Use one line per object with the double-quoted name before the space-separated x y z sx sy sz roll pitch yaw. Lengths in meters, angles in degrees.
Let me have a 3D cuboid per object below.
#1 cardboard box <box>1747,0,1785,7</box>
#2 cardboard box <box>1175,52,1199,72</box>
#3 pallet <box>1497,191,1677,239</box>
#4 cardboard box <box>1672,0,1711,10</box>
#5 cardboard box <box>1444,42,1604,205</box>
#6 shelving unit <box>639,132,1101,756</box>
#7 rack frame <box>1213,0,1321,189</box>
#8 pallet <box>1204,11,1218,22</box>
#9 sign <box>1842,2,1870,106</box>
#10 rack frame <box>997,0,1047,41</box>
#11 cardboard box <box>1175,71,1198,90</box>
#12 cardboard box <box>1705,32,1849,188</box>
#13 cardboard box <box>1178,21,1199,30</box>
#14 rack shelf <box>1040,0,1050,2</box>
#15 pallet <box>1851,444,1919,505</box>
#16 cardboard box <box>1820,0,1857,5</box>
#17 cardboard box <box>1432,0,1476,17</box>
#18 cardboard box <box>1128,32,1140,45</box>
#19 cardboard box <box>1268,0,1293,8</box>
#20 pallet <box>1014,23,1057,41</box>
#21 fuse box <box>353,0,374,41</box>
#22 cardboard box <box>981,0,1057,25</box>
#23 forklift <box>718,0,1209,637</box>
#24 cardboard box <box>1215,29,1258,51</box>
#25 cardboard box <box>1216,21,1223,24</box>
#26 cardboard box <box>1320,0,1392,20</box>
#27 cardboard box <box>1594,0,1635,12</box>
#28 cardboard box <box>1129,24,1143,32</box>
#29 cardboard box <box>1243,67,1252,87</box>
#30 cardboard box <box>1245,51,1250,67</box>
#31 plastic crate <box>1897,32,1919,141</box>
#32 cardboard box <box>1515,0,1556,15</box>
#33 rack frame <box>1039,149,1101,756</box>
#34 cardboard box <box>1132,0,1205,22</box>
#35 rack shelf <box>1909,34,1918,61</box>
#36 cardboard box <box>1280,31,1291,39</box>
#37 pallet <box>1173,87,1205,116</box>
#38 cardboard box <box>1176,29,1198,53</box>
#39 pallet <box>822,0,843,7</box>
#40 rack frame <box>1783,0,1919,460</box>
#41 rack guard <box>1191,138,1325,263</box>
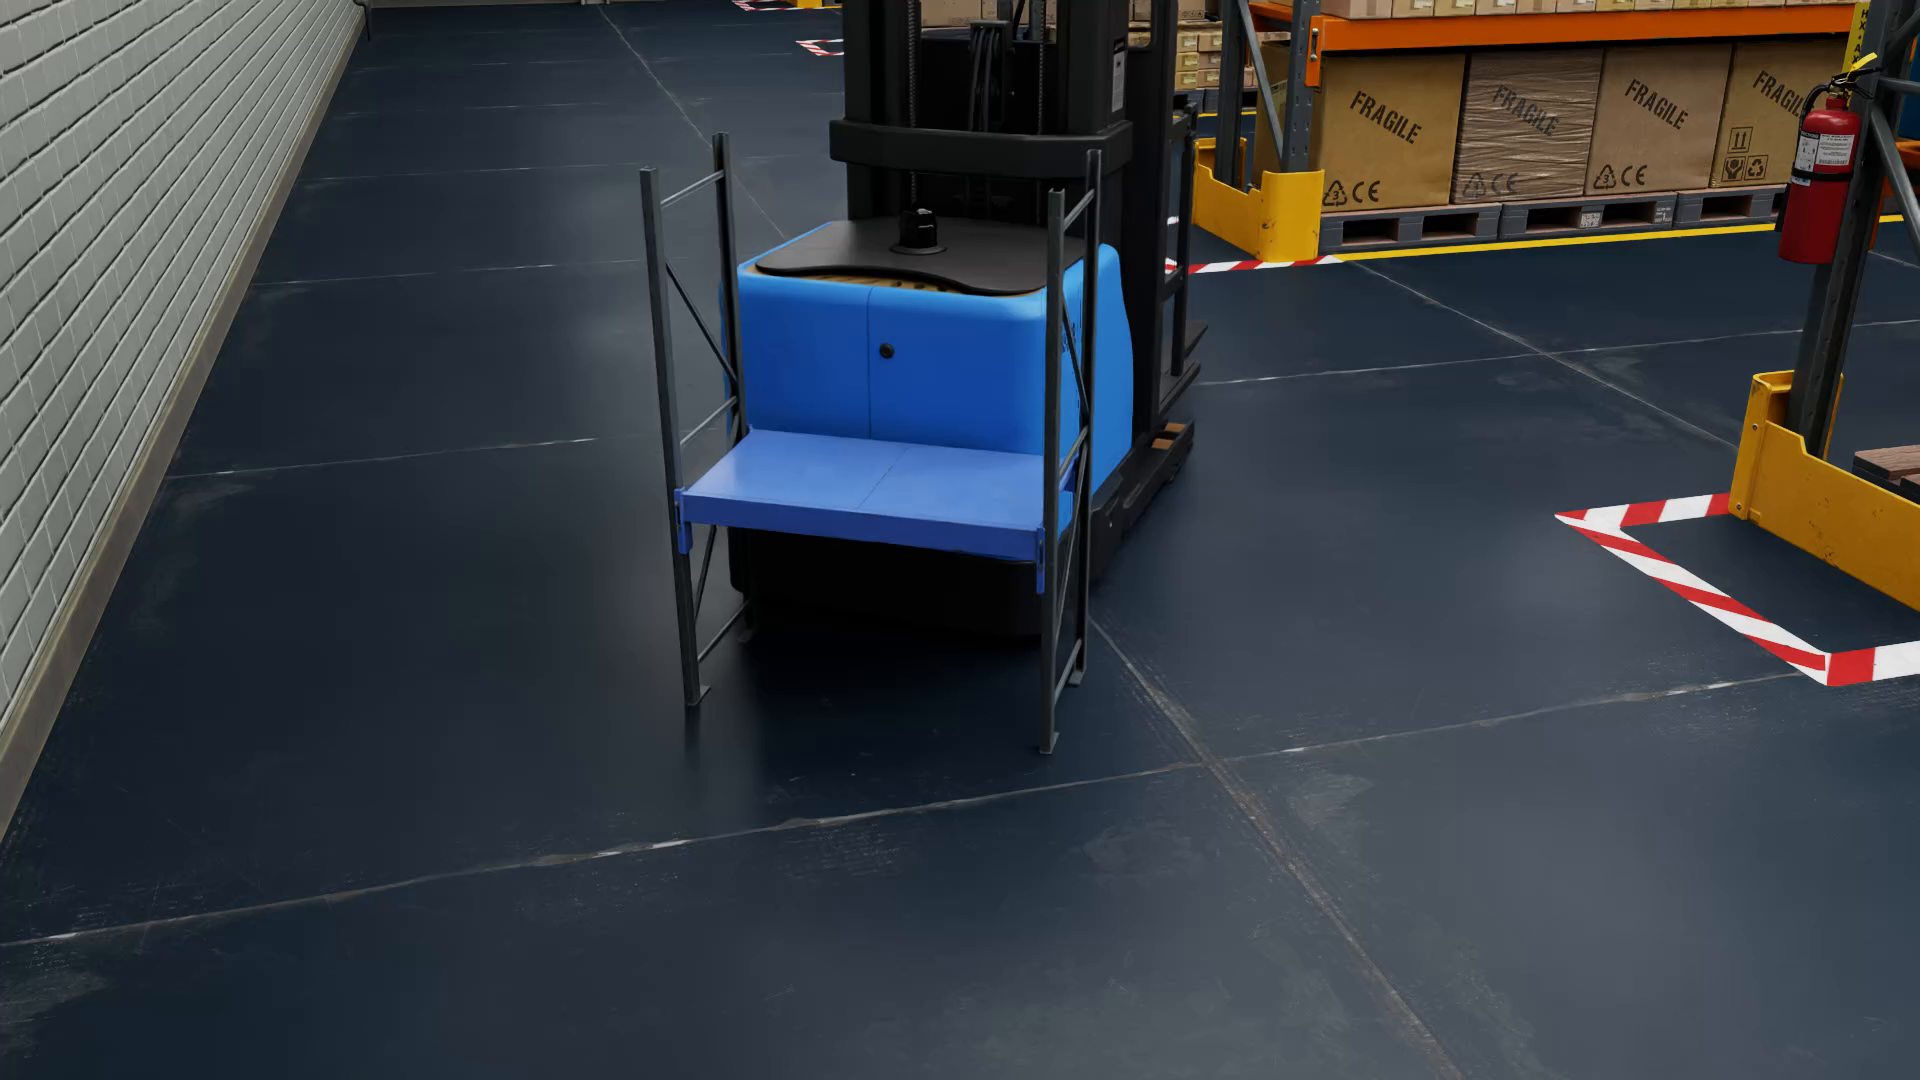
"cardboard box" 4.660 -3.253 9.846 0.250 0.149 0.380 -6 24 -13
"cardboard box" 1.855 -4.107 14.223 0.250 0.149 0.380 -6 24 -13
"pallet" 3.678 -2.144 10.478 1.213 0.211 1.003 -6 24 -14
"cardboard box" 4.166 -3.198 9.718 0.250 0.149 0.380 -7 24 -15
"cardboard box" 3.228 -2.594 10.153 0.875 0.875 0.875 -6 24 -14
"shelving unit" -0.206 -0.263 4.447 1.048 1.500 0.538 6 25 14
"rack frame" 1.757 -3.182 9.361 0.127 3.000 1.000 -6 24 -14
"pallet" 3.654 -6.199 19.930 1.213 0.211 1.003 -6 24 -14
"sign" 2.931 -1.583 5.429 0.005 0.325 0.100 -6 24 -14
"rack frame" 0.514 -5.075 13.775 0.127 3.000 1.000 -6 24 -14
"cardboard box" 1.848 -3.966 14.272 0.250 0.149 0.380 -6 24 -14
"cardboard box" 4.951 -2.784 10.597 0.875 0.875 0.875 -6 24 -14
"cardboard box" 1.938 -4.518 14.805 0.250 0.149 0.380 -5 24 -12
"rack shelf" 2.440 -4.958 14.413 4.000 0.370 1.077 -6 24 -14
"pallet" 3.899 -0.093 5.699 1.213 0.211 1.003 -6 24 -14
"cardboard box" 5.155 -3.308 9.974 0.250 0.149 0.380 -6 24 -13
"cardboard box" 2.681 -3.034 9.335 0.250 0.149 0.380 -7 24 -16
"cardboard box" 1.344 -4.234 14.141 0.250 0.149 0.380 -6 24 -13
"cardboard box" 2.011 -3.229 9.790 0.250 0.149 0.380 -6 24 -13
"pallet" 1.001 -5.906 19.246 1.213 0.211 1.003 -6 24 -14
"fuse box" -6.770 -6.556 18.858 0.414 1.711 0.539 -6 24 -14
"cardboard box" 0.567 -6.168 19.039 0.875 0.438 0.875 -6 24 -13
"forklift" 0.266 -1.613 5.792 1.130 2.935 3.031 8 25 19
"cardboard box" 2.372 -4.306 14.310 0.250 0.149 0.380 -6 24 -14
"cardboard box" 2.466 -4.543 14.862 0.250 0.149 0.380 -6 24 -14
"cardboard box" 2.188 -2.979 9.207 0.250 0.149 0.380 -6 24 -14
"cardboard box" 3.668 -3.143 9.590 0.250 0.149 0.380 -7 24 -16
"cardboard box" 1.428 -4.465 14.681 0.250 0.149 0.380 -7 24 -16
"cardboard box" 2.331 -4.023 14.405 0.250 0.149 0.380 -8 24 -17
"cardboard box" 2.335 -4.216 14.477 0.250 0.149 0.380 -5 24 -12
"plastic crate" 3.367 -1.452 5.208 0.499 0.435 0.616 -6 24 -14
"cardboard box" 3.177 -3.089 9.463 0.250 0.149 0.380 -7 24 -15
"rack frame" 0.285 -0.211 4.325 0.032 1.500 0.500 6 25 14
"cardboard box" 2.298 -6.359 19.484 0.875 0.438 0.875 -7 24 -15
"rack shelf" 7.534 -3.490 10.992 4.000 0.370 1.077 -6 24 -14
"cardboard box" 2.857 -4.354 14.422 0.250 0.149 0.380 -7 24 -16
"pallet" 1.379 -3.875 14.514 1.213 0.211 1.003 -6 24 -14
"cardboard box" 1.837 -4.270 14.225 0.250 0.149 0.380 -8 24 -17
"pallet" -1.424 -7.640 23.288 1.213 0.211 1.003 -6 24 -14
"rack frame" 3.095 -1.301 4.978 0.127 3.000 1.000 -6 24 -14
"rack guard" 1.734 -2.030 9.848 0.348 0.500 1.175 -6 24 -14
